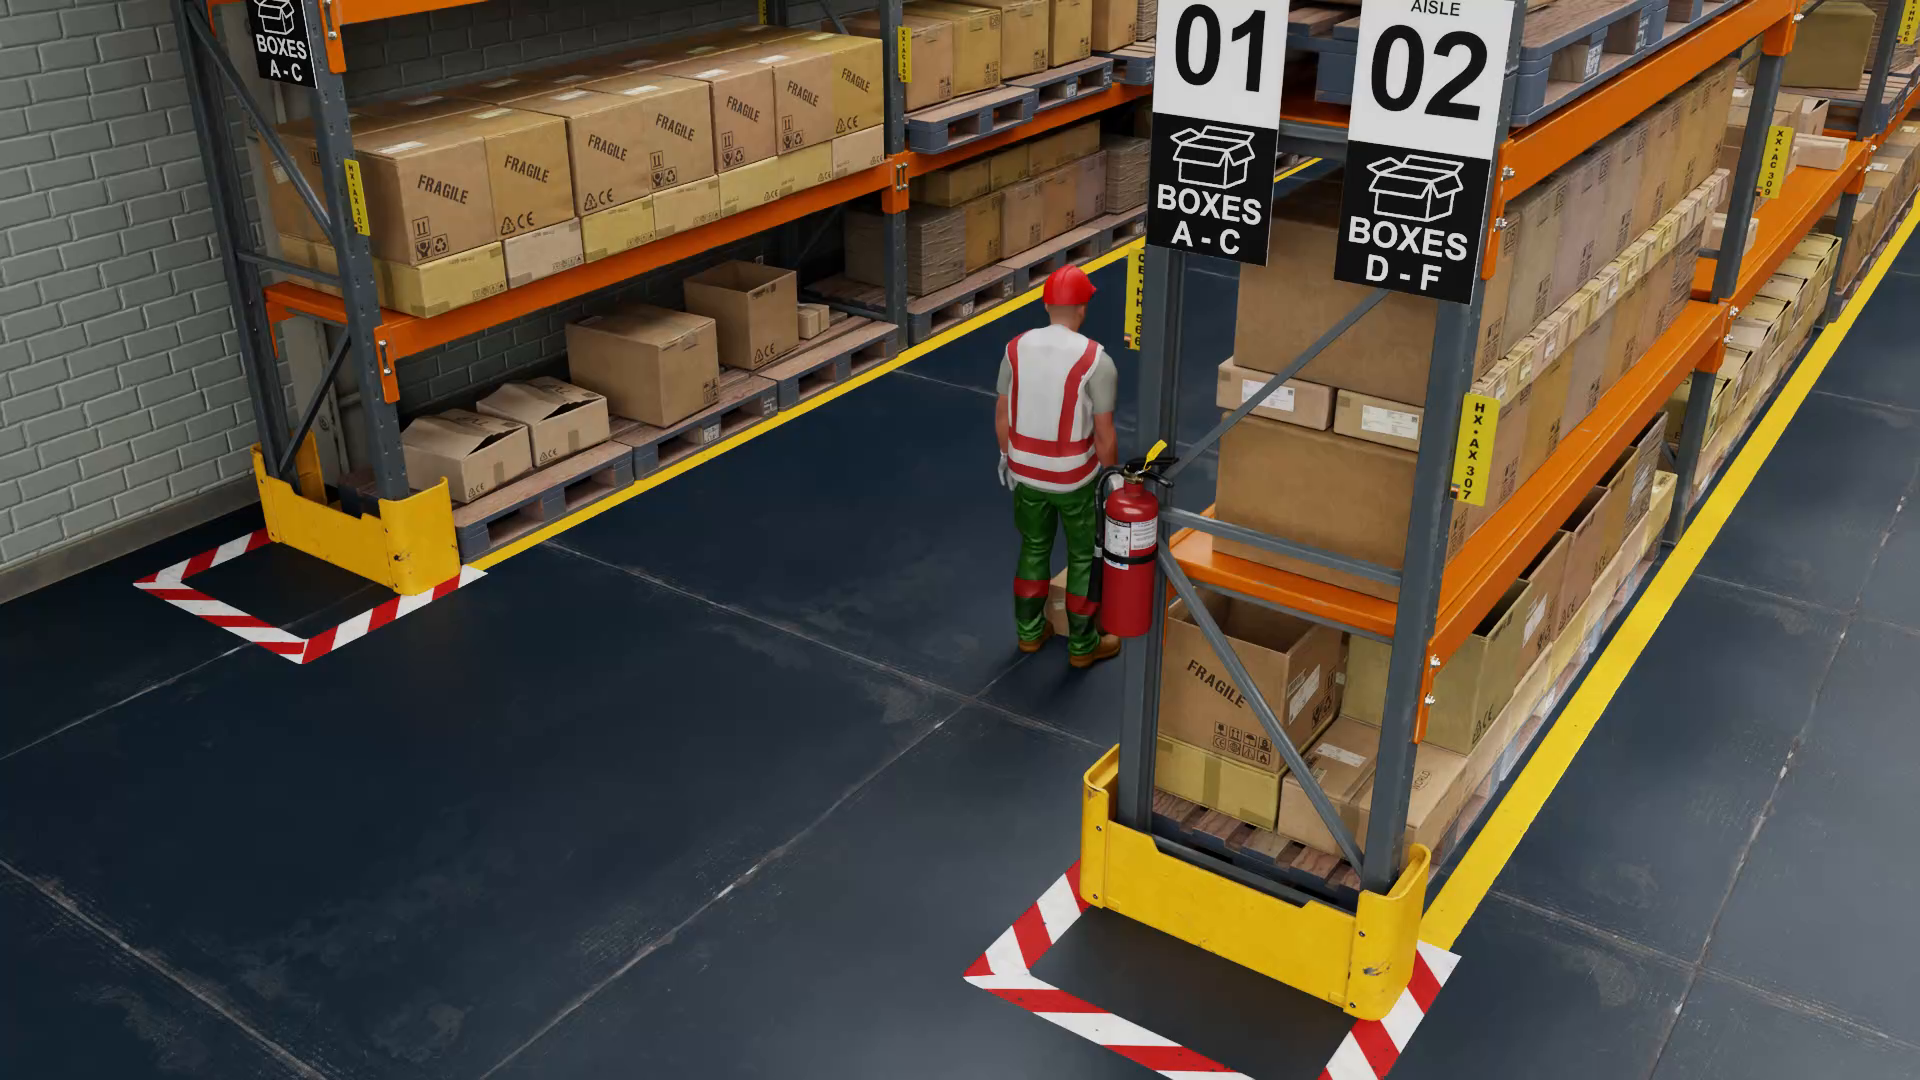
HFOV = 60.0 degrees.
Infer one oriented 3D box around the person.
[{"bbox_3d":[0.438,-0.305,7.212,0.607,1.774,0.454,16,31,28],"label":"person"}]
